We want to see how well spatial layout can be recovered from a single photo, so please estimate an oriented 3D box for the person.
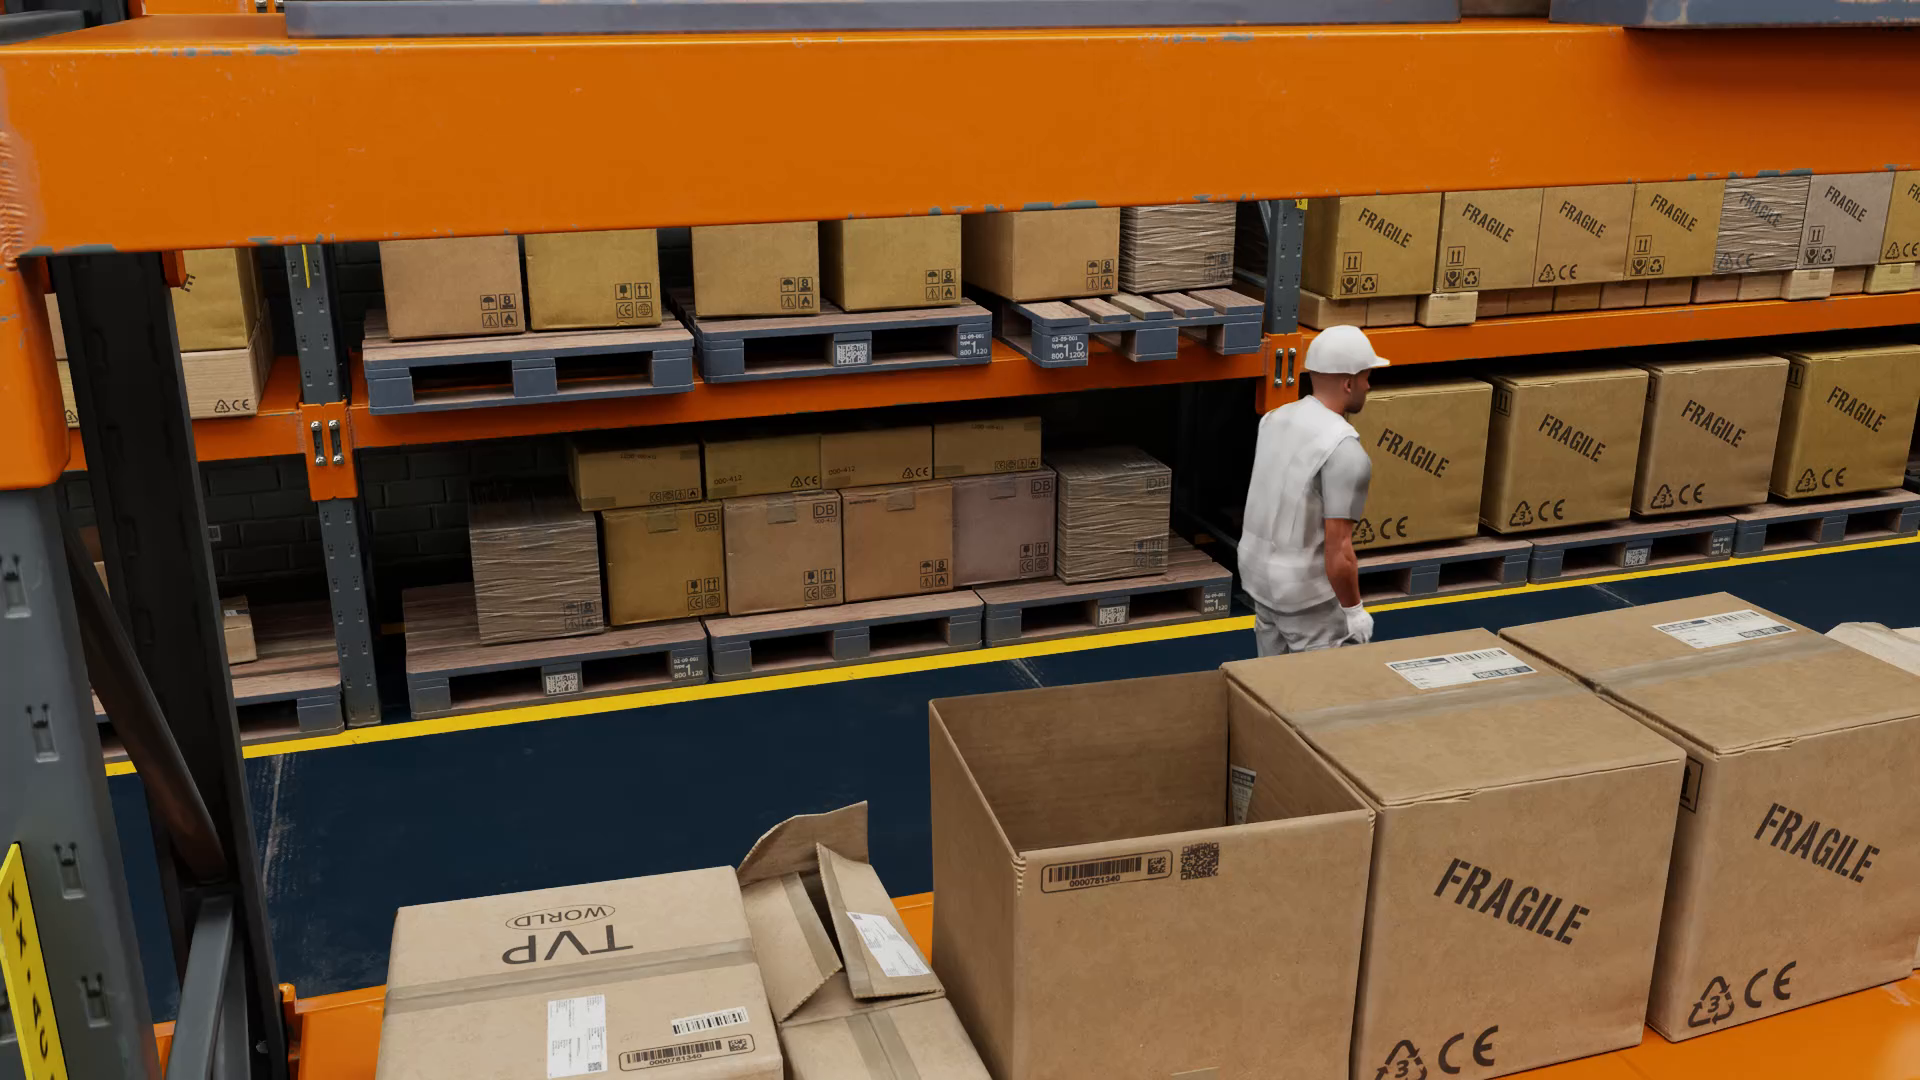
[{"bbox_3d":[1.169,0.175,5.535,0.453,1.779,0.608,-6,20,-18],"label":"person"}]
